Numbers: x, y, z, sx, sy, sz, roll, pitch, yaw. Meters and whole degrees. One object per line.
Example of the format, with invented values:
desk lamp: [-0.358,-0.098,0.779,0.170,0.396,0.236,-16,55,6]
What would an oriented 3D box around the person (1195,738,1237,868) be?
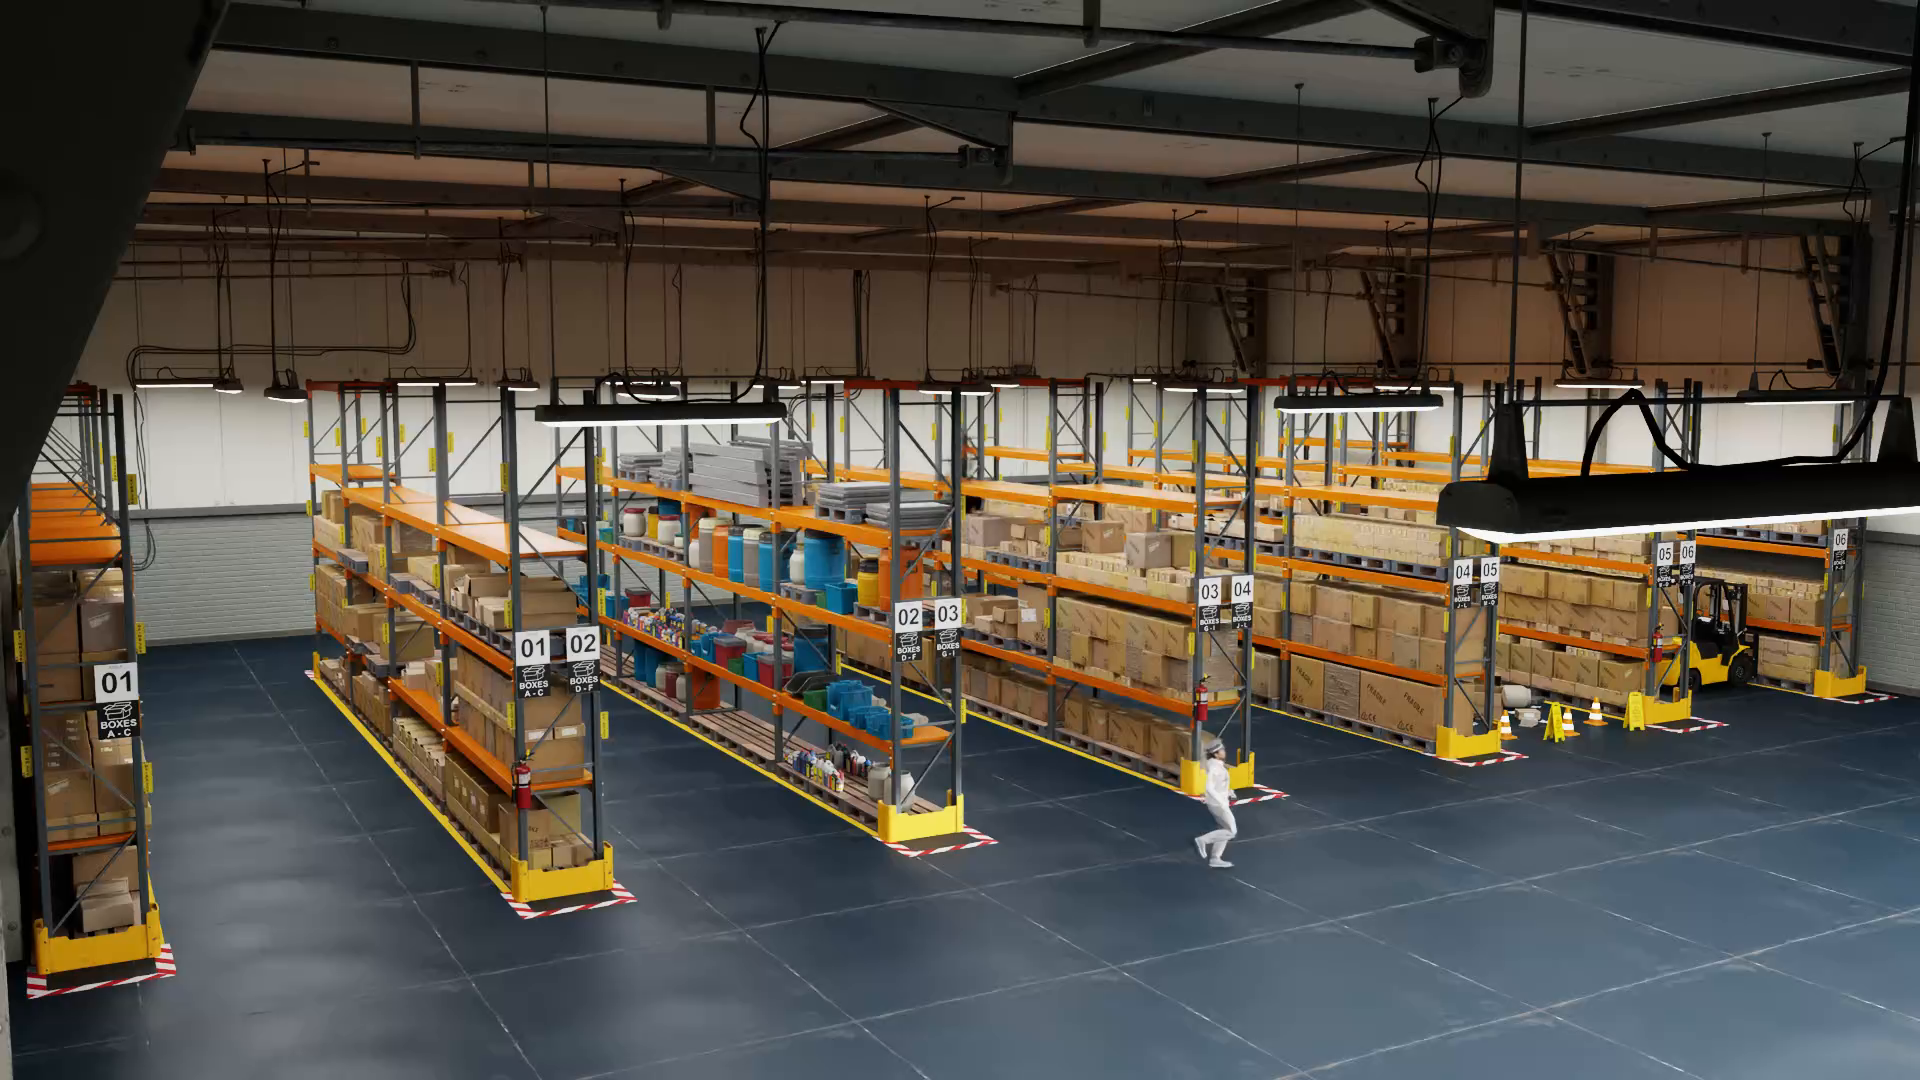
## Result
person: [3.221,3.300,20.892,0.544,1.646,0.631,0,6,2]
